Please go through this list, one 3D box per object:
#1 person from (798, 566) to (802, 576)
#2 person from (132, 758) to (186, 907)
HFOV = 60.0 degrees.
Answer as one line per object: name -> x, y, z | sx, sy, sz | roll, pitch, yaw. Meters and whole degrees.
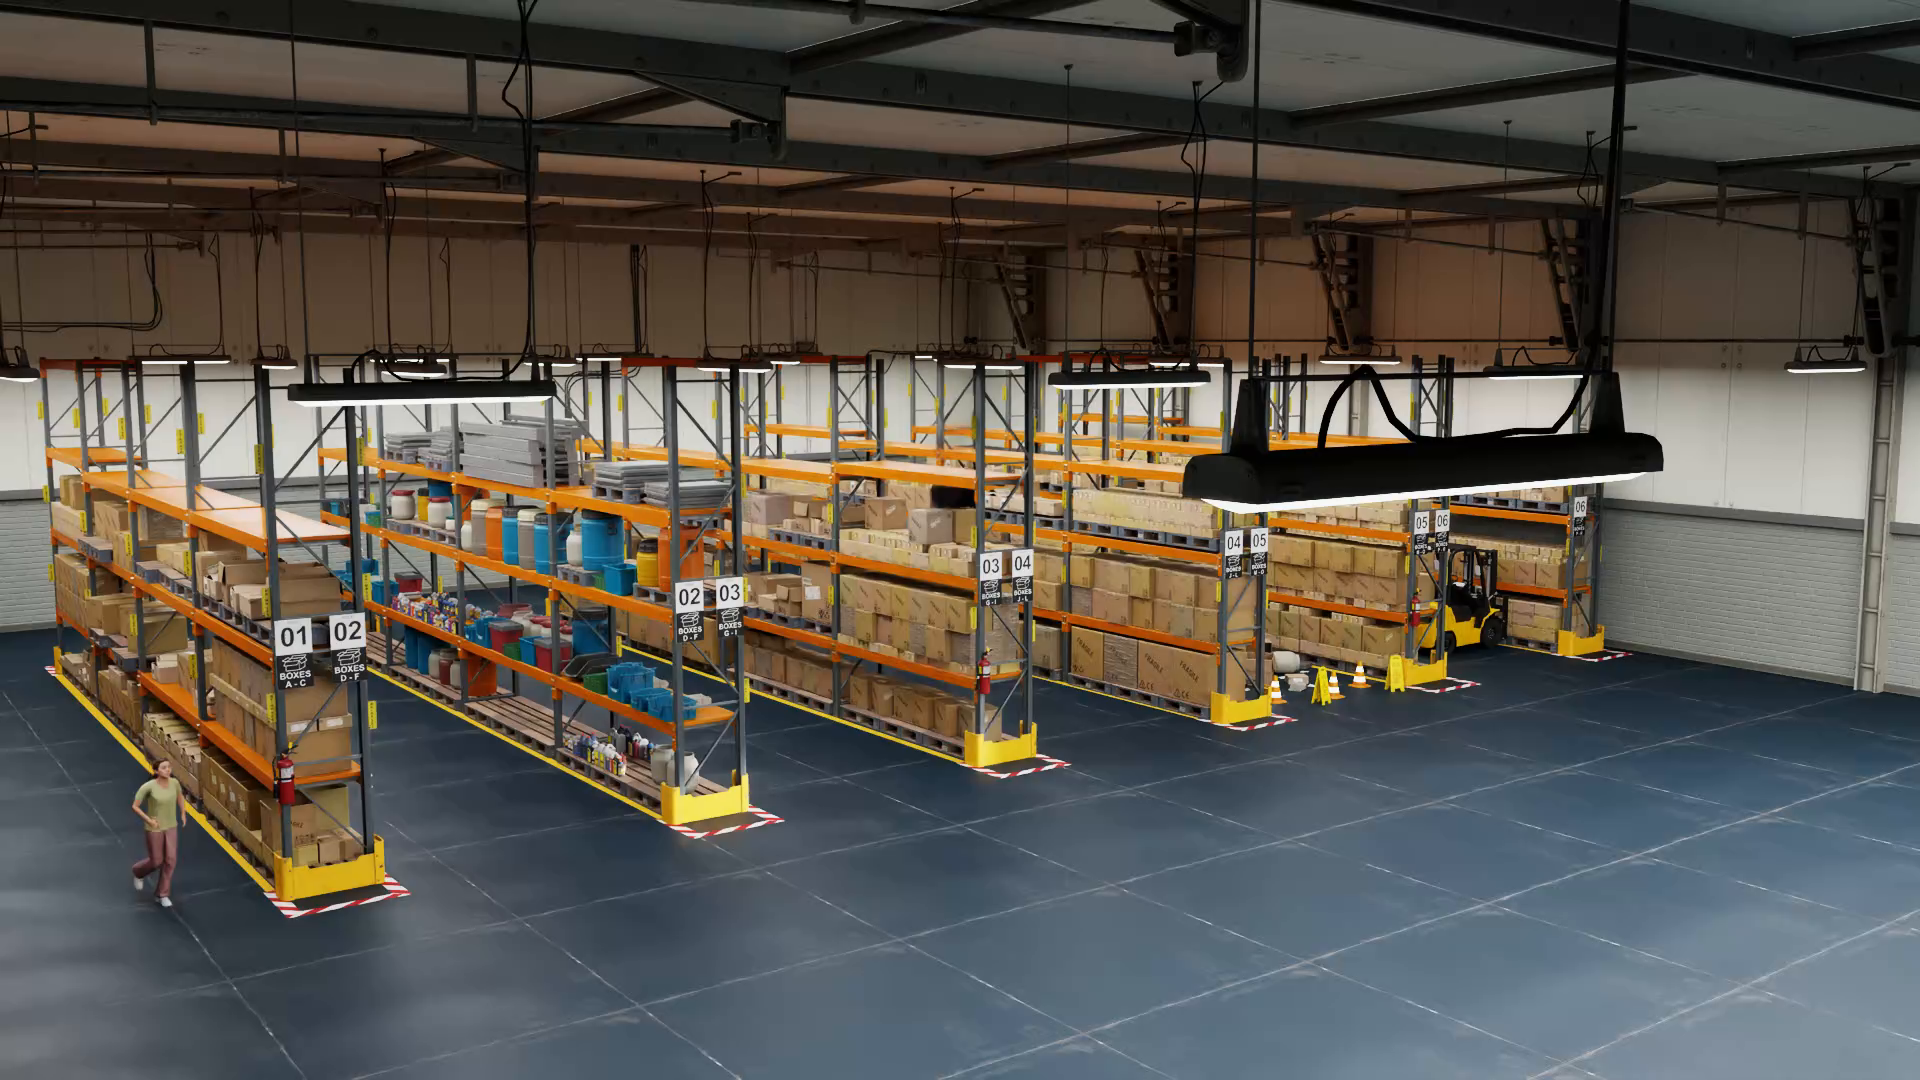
person -> -3.781, 0.369, 42.604 | 0.911, 1.776, 0.671 | -6, 9, -39
person -> -9.077, 3.272, 18.893 | 0.706, 1.652, 0.608 | 5, 8, 35
